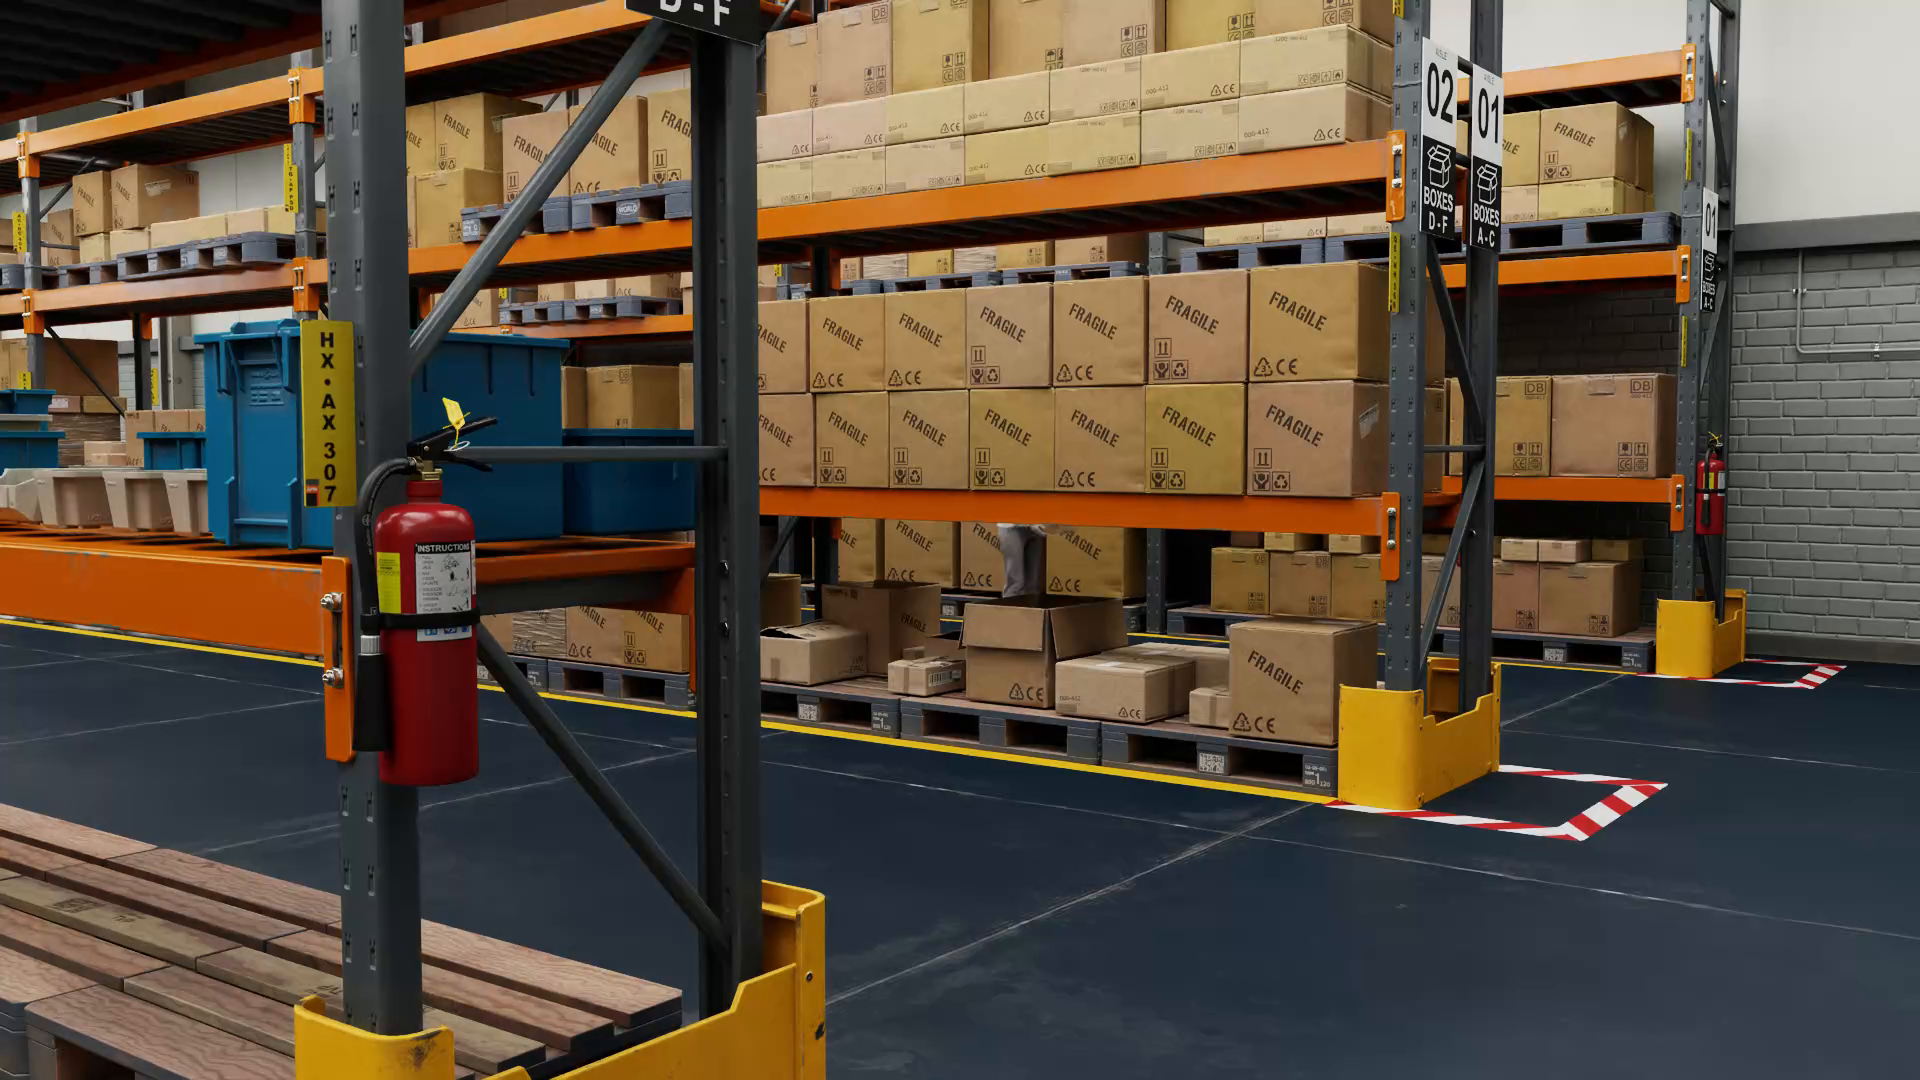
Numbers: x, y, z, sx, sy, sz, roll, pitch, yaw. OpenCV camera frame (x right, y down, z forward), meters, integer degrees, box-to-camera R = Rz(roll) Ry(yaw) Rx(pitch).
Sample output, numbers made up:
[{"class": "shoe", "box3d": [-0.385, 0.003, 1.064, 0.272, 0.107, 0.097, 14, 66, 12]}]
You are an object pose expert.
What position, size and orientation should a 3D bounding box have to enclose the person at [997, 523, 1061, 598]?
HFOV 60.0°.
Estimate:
[{"class": "person", "box3d": [0.524, -0.058, 12.840, 0.552, 1.697, 0.468, 3, 5, 43]}]
